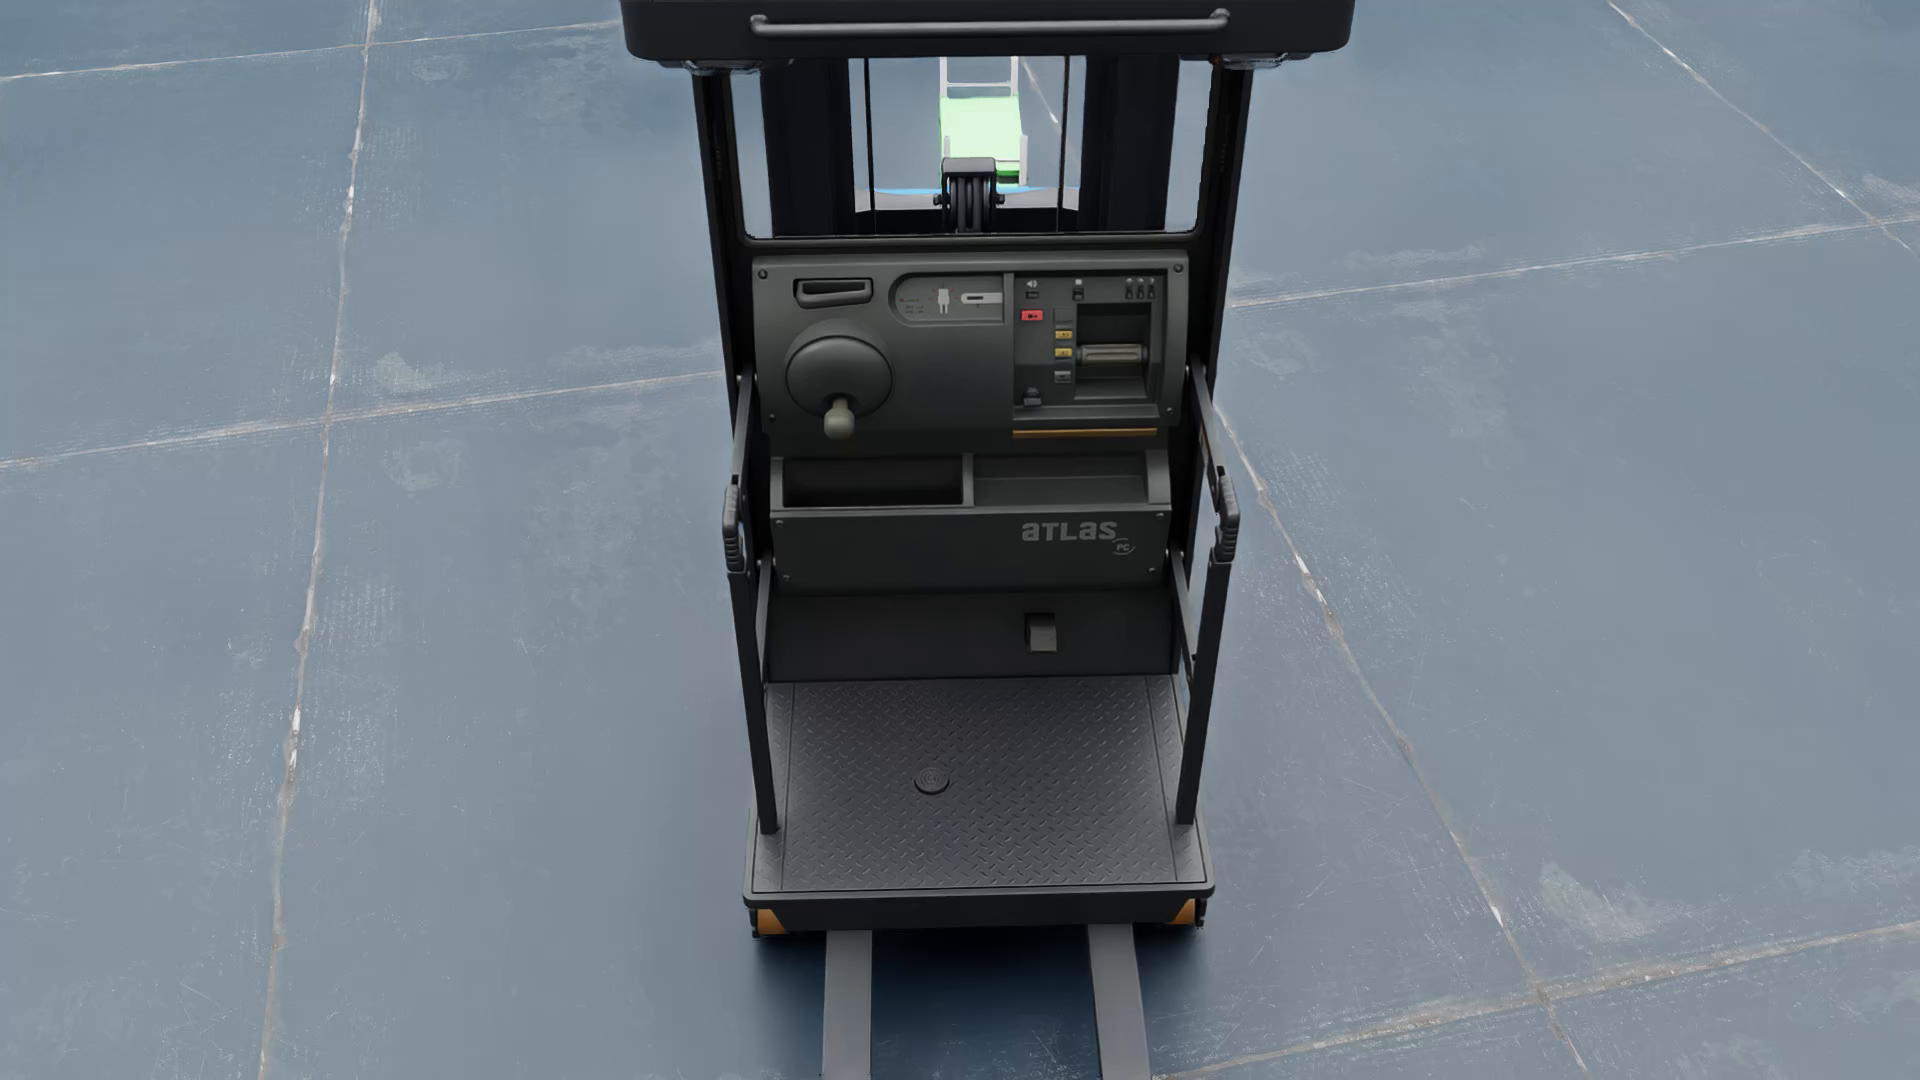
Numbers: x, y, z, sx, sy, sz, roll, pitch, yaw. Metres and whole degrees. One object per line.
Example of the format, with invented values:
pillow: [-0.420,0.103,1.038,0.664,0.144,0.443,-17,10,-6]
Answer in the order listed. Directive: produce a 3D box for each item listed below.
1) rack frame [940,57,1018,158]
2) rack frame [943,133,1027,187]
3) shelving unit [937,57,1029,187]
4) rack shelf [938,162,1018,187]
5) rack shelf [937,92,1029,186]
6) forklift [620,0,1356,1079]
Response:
rack frame: [0.058,-1.032,5.509,0.240,1.200,0.015,-1,42,-1]
rack frame: [0.072,-0.708,5.144,0.240,1.200,0.015,-1,42,-1]
shelving unit: [0.065,-0.870,5.326,0.258,1.200,0.503,-1,42,-1]
rack shelf: [0.065,-1.002,5.210,0.258,0.148,0.480,-1,42,-1]
rack shelf: [0.065,-1.181,5.050,0.258,0.148,0.480,-1,42,-1]
forklift: [0.033,-0.335,3.419,1.130,2.935,3.031,-1,42,-1]
